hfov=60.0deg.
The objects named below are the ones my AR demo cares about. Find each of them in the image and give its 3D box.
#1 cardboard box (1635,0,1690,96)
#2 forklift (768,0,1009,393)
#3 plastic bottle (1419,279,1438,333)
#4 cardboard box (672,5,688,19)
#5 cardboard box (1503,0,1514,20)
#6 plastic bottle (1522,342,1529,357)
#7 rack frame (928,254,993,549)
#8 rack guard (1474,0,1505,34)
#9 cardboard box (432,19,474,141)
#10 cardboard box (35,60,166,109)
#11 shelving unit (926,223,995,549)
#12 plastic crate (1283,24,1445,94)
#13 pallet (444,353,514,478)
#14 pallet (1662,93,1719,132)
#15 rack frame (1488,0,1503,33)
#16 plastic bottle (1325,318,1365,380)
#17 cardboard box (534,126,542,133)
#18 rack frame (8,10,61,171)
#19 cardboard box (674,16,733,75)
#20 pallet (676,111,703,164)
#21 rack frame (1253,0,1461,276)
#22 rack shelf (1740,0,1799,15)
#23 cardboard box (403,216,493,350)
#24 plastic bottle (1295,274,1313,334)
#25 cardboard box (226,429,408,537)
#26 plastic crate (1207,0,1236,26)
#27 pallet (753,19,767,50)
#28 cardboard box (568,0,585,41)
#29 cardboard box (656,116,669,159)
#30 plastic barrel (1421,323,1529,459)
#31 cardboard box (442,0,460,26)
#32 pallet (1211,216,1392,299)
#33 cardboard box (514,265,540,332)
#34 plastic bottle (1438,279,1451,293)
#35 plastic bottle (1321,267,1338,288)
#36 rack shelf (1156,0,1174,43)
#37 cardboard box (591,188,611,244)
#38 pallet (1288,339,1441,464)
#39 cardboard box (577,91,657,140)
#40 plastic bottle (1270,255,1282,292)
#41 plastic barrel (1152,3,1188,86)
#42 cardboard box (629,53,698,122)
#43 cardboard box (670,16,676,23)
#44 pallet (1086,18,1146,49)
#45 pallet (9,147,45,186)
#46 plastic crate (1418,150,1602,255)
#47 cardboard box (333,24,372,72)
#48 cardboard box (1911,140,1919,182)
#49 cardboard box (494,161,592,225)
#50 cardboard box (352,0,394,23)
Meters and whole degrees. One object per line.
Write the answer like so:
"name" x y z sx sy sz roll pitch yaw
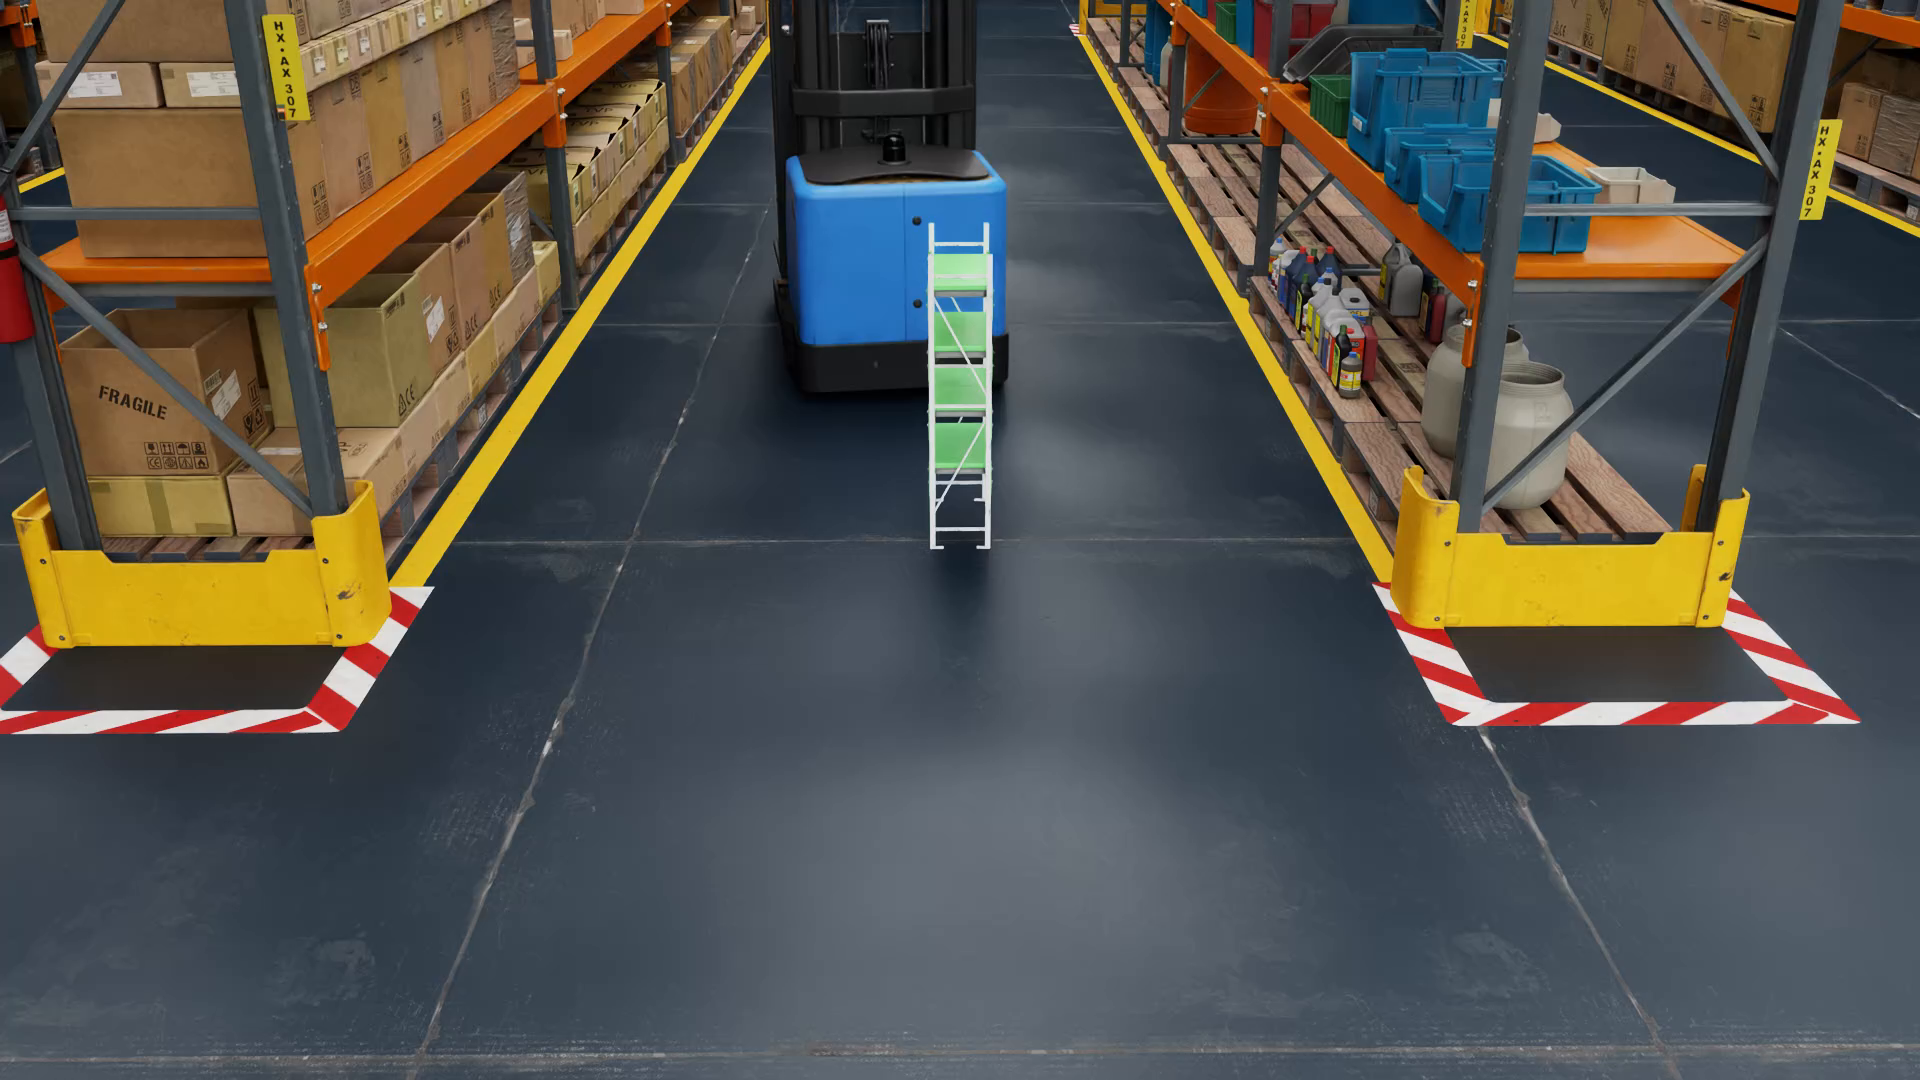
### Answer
"cardboard box" 7.121 -4.646 15.451 1.225 0.875 0.875 -1 24 -2
"forklift" -0.496 -2.637 9.024 1.130 2.935 3.031 -4 25 -8
"plastic bottle" 2.417 -1.211 8.550 0.061 0.283 0.133 0 24 -1
"cardboard box" -3.112 -5.306 17.342 0.500 0.500 0.500 0 24 -1
"cardboard box" 7.127 -6.662 19.910 0.875 0.875 0.875 0 24 -1
"plastic bottle" 2.554 -0.793 7.641 0.097 0.271 0.097 0 24 0
"rack frame" 0.001 -0.514 6.431 0.240 1.200 0.015 0 24 -1
"rack guard" 7.040 -6.574 20.678 1.175 0.500 0.348 0 24 -1
"cardboard box" -2.710 -2.154 7.750 0.700 0.500 0.500 0 24 0
"cardboard box" -2.886 -1.564 5.660 0.380 0.149 0.250 -1 24 -1
"shelving unit" -0.002 -0.615 6.654 0.258 1.200 0.503 0 24 -1
"plastic crate" 2.097 -2.491 8.693 0.767 0.338 0.504 0 24 -1
"pallet" -2.752 -0.612 7.848 1.003 0.211 1.213 0 24 -1
"pallet" 7.184 -3.962 15.254 1.003 0.211 1.213 0 24 -1
"rack frame" 7.040 -7.703 20.141 1.000 3.000 0.127 0 24 -1
"plastic bottle" 1.828 -0.906 7.883 0.152 0.276 0.135 0 24 0
"cardboard box" -3.043 -2.702 11.230 0.500 0.311 0.500 -1 24 -1
"rack frame" -7.732 -4.339 12.704 1.000 3.000 0.127 0 24 -1
"cardboard box" -2.530 -4.871 16.379 0.500 0.500 0.500 0 24 -1
"pallet" -2.749 -3.400 14.012 1.003 0.211 1.213 0 24 -1
"rack frame" 2.218 -2.736 9.158 1.000 3.000 0.127 0 24 -1
"rack shelf" 7.105 -4.902 14.822 1.077 0.370 4.000 0 24 -1
"cardboard box" -2.488 -1.187 7.651 0.500 0.500 0.500 0 24 -1
"plastic bottle" 1.774 -1.218 8.565 0.061 0.283 0.133 1 24 2
"cardboard box" -2.475 -0.227 6.439 0.500 0.250 0.500 0 24 -1
"plastic crate" 1.886 -3.746 11.314 0.402 0.464 0.583 0 24 -1
"pallet" -2.855 -6.029 19.825 1.003 0.211 1.213 0 24 -1
"cardboard box" -2.738 -3.500 10.728 0.500 0.500 0.500 0 24 0
"cardboard box" -2.529 -3.086 12.760 0.500 0.250 0.500 0 24 1
"plastic barrel" 2.173 -0.622 6.996 0.421 0.512 0.421 0 24 0
"cardboard box" -2.505 -2.422 7.556 0.380 0.149 0.250 0 24 1
"pallet" 2.171 -1.788 10.448 1.003 0.211 1.213 0 24 -1
"cardboard box" -2.516 -1.257 8.717 0.500 0.250 0.500 0 24 -1
"plastic bottle" 2.519 -1.253 8.561 0.144 0.351 0.185 0 24 -1
"plastic bottle" 1.934 -1.299 8.760 0.097 0.271 0.097 0 24 0
"rack shelf" 2.153 -4.880 14.773 1.077 0.370 4.000 0 24 -1
"cardboard box" -2.496 -2.031 10.428 0.500 0.250 0.500 0 24 1
"pallet" 2.200 -0.684 8.006 1.003 0.211 1.213 0 24 -1
"cardboard box" -2.514 -3.128 12.173 0.500 0.311 0.500 -1 24 -1
"plastic bottle" 1.784 -1.486 9.257 0.097 0.201 0.097 0 24 0
"plastic barrel" 2.128 -4.751 15.652 0.600 0.901 0.708 0 24 -1
"cardboard box" -2.509 -3.829 14.076 0.500 0.500 0.500 -1 24 -2
"cardboard box" -3.061 -4.872 16.383 0.500 0.500 0.500 -1 24 -3
"pallet" 2.057 -6.070 19.914 1.003 0.211 1.213 0 24 -1
"pallet" -7.725 -2.747 12.567 1.003 0.211 1.213 0 24 -1
"plastic crate" 1.957 -1.224 5.998 0.499 0.251 0.616 0 24 -1
"cardboard box" -2.488 -1.886 6.371 0.380 0.149 0.250 -1 24 -1
"cardboard box" 7.186 -2.730 11.645 0.700 0.500 0.500 2 24 4
"cardboard box" -2.490 -2.080 9.856 0.500 0.311 0.500 0 24 0
"cardboard box" -2.702 -2.342 6.592 0.700 0.500 0.500 0 24 0
